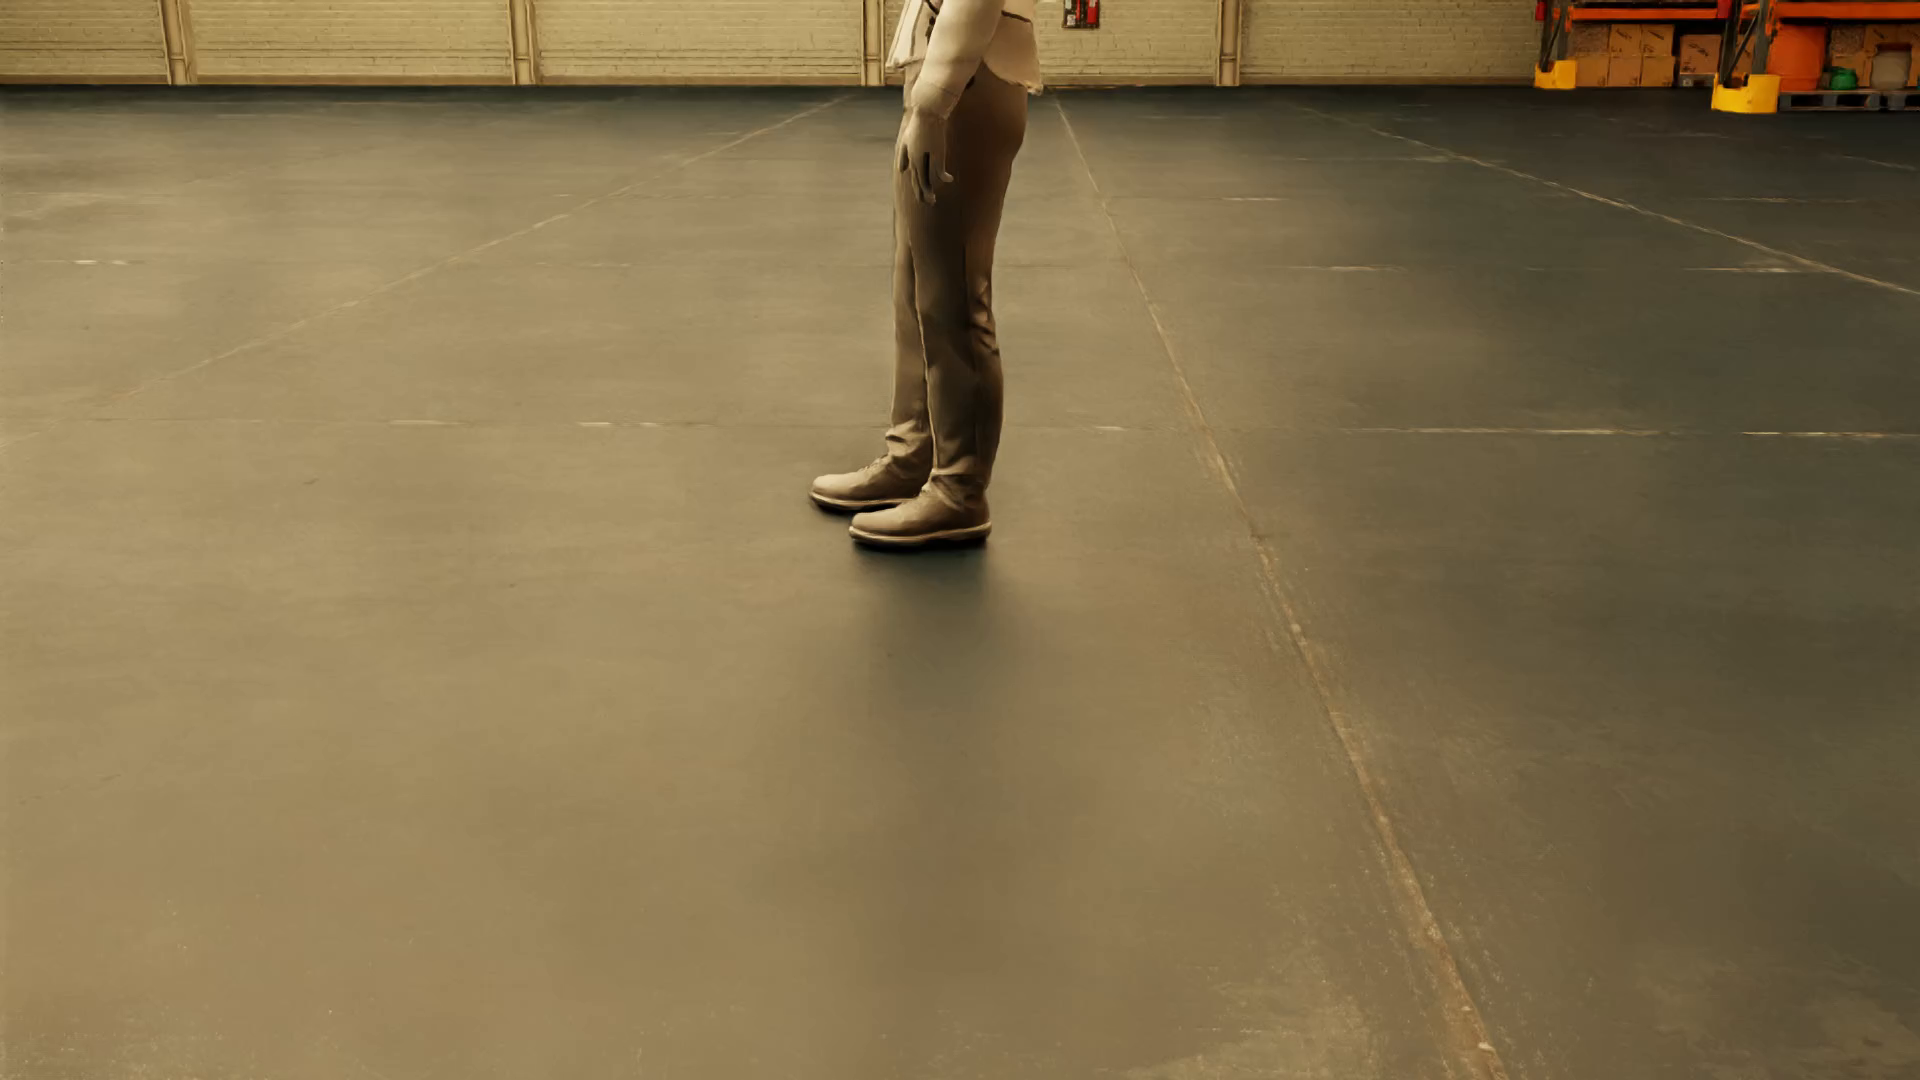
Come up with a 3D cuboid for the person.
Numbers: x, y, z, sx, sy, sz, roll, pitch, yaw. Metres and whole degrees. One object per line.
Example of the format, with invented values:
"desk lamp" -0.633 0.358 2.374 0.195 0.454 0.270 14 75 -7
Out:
"person" -0.067 -0.819 3.127 0.532 1.695 0.586 1 17 2
